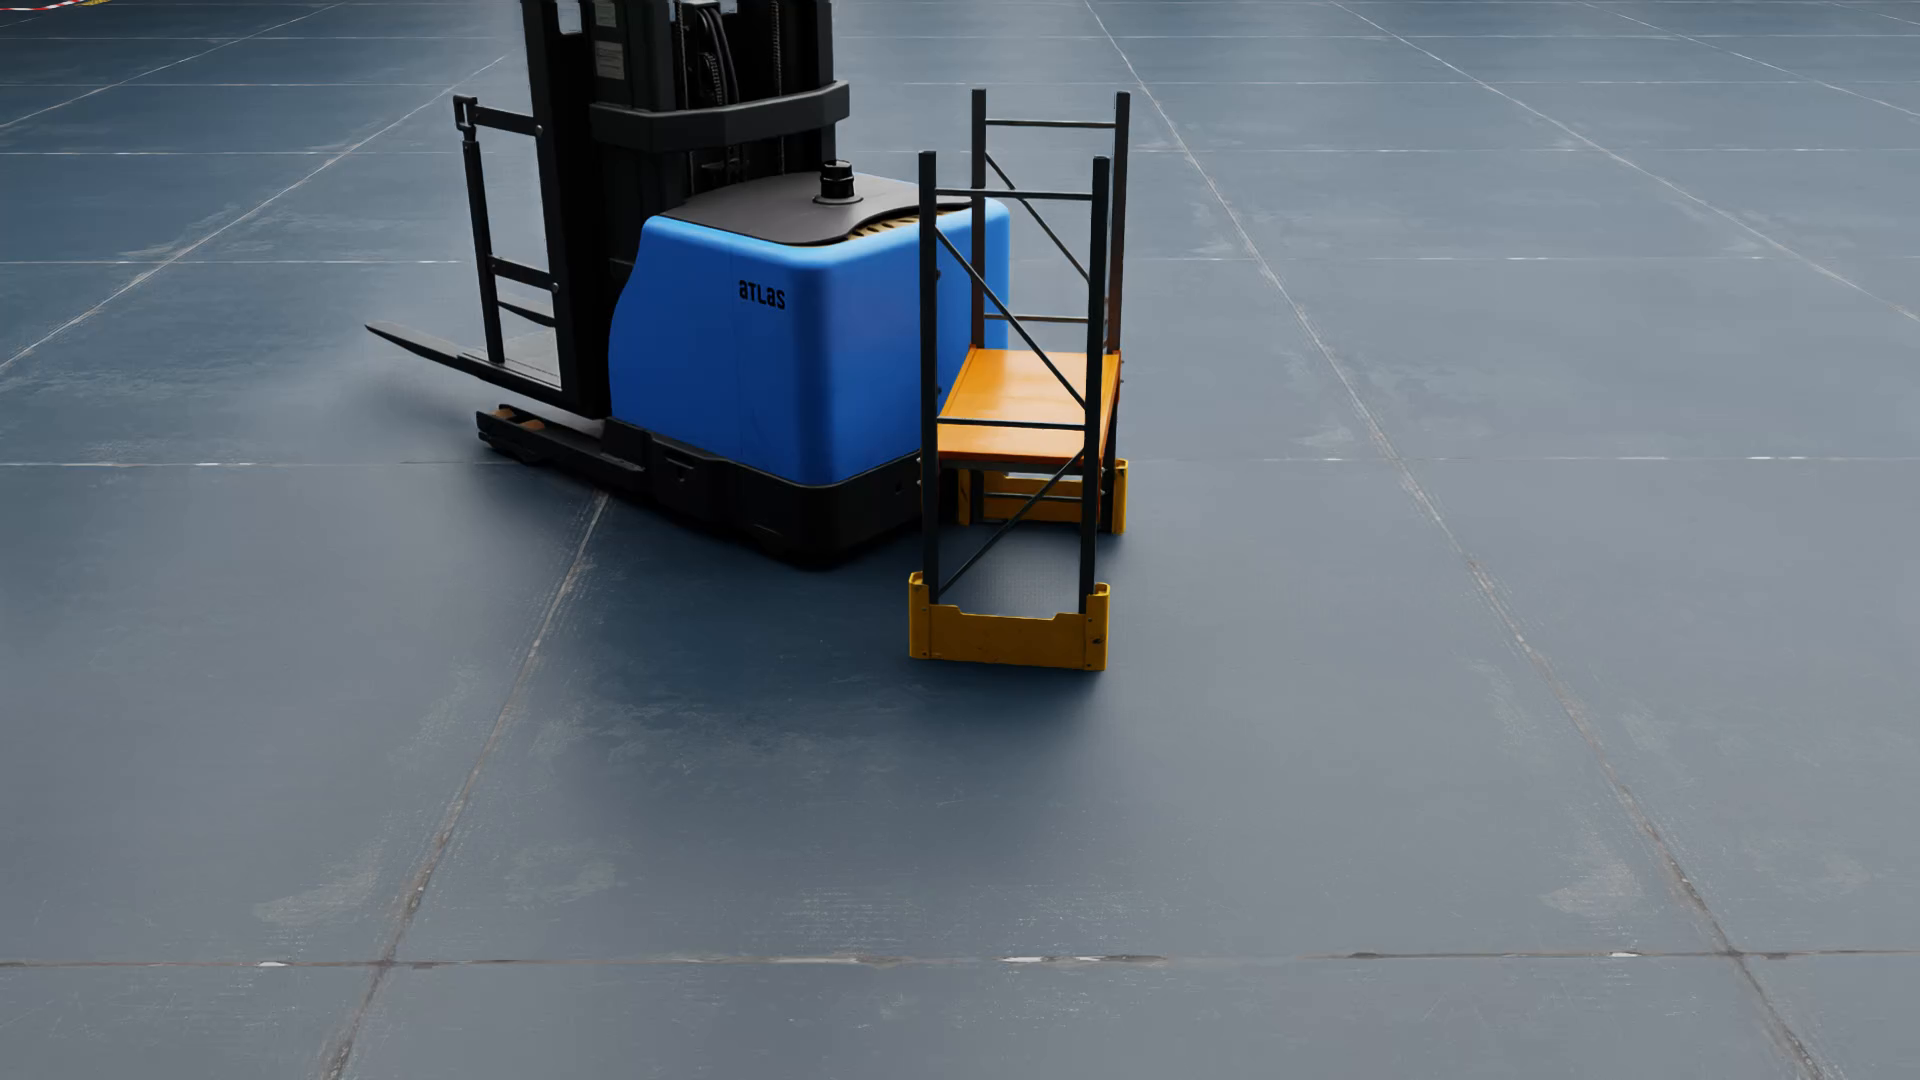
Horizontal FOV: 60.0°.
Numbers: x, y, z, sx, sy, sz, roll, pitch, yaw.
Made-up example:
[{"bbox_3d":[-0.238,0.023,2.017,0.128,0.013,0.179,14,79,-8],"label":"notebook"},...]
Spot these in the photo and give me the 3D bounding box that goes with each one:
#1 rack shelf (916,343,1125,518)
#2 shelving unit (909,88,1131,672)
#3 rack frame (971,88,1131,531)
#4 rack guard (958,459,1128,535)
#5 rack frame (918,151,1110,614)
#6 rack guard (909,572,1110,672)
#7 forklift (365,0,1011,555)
[{"bbox_3d":[0.214,-0.364,5.172,0.538,0.185,1.000,3,25,8],"label":"rack shelf"},{"bbox_3d":[0.215,-0.532,5.106,0.587,1.500,1.083,3,25,8],"label":"shelving unit"},{"bbox_3d":[0.287,-0.735,5.556,0.500,1.500,0.032,3,25,8],"label":"rack frame"},{"bbox_3d":[0.287,-0.166,5.813,0.587,0.250,0.087,3,25,8],"label":"rack guard"},{"bbox_3d":[0.140,-0.321,4.640,0.500,1.500,0.032,3,25,8],"label":"rack frame"},{"bbox_3d":[0.143,0.241,4.915,0.587,0.250,0.087,3,25,8],"label":"rack guard"},{"bbox_3d":[-1.255,-1.775,6.118,3.031,2.935,1.130,20,31,37],"label":"forklift"}]
